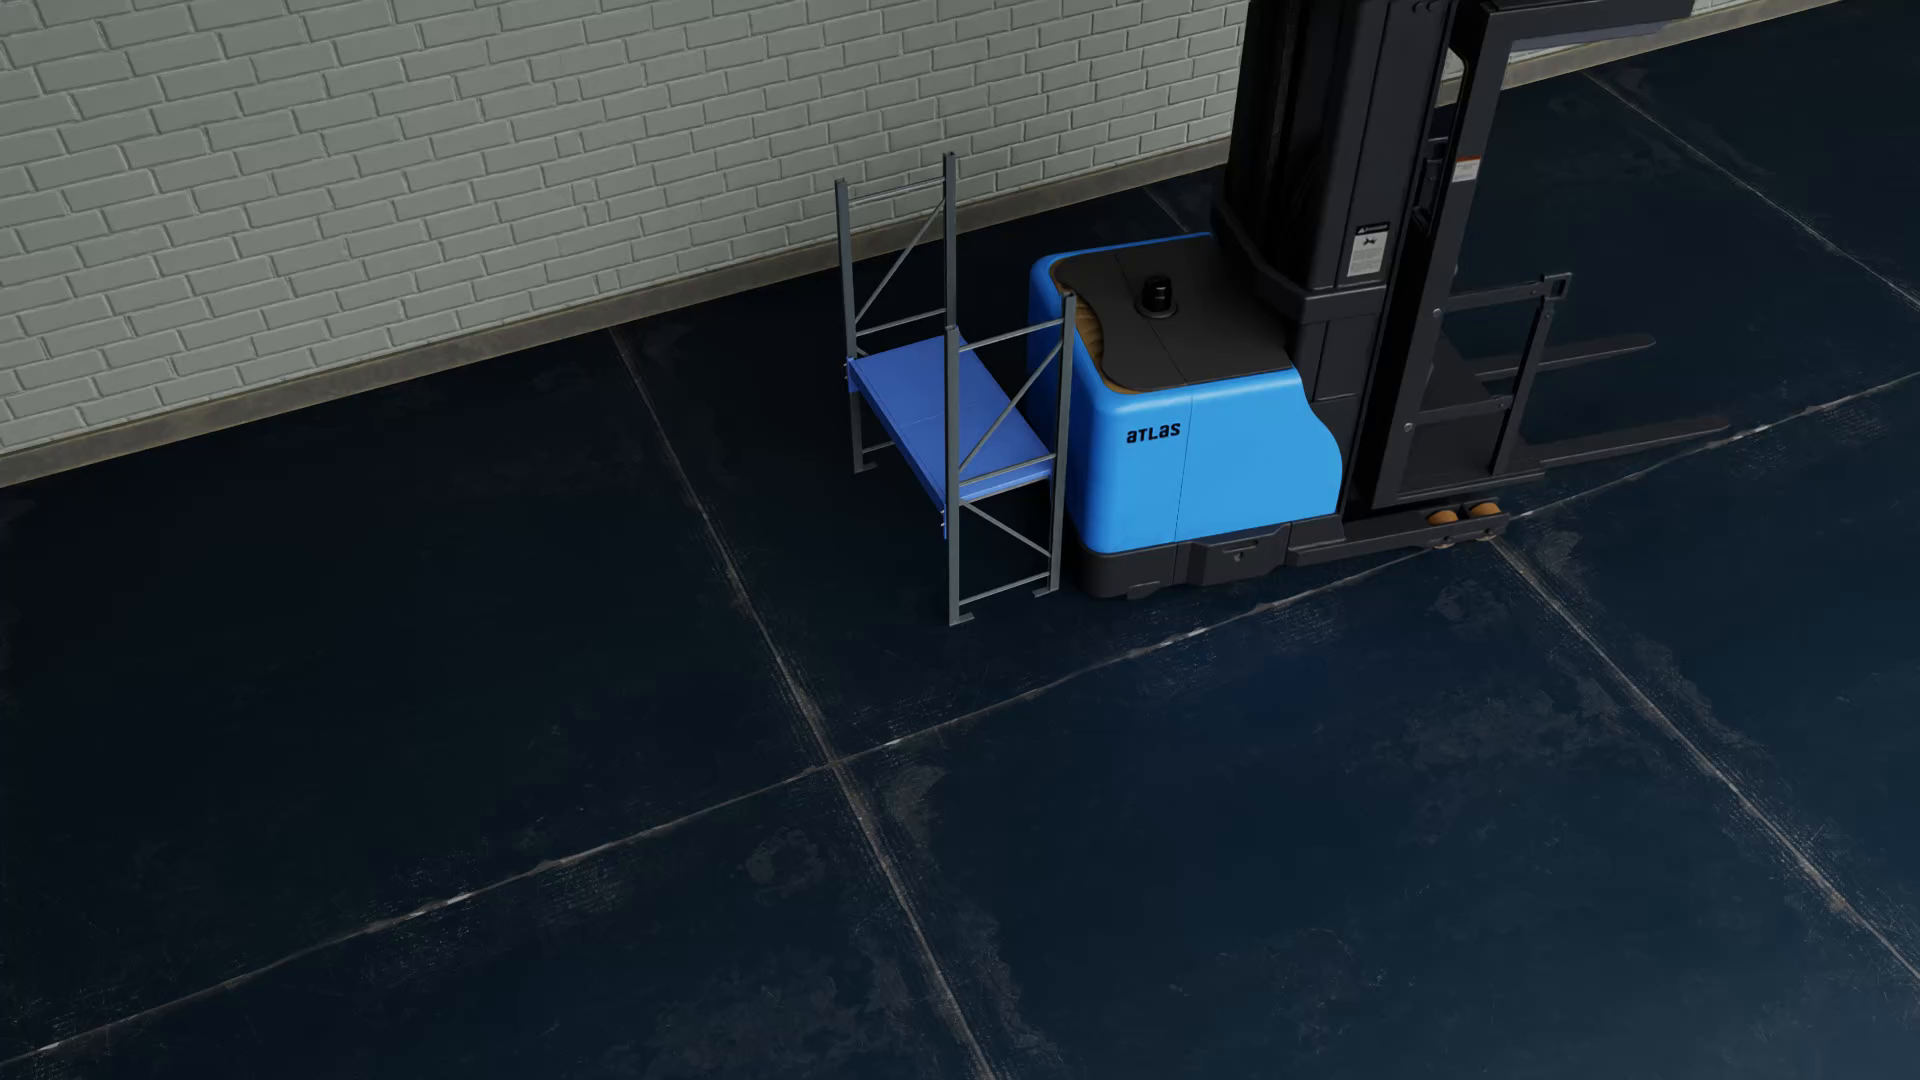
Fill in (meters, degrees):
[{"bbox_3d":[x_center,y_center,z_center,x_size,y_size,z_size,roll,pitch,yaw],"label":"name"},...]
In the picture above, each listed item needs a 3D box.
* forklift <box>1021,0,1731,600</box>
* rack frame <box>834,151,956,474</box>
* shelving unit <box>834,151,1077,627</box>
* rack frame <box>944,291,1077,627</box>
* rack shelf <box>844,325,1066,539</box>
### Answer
[{"bbox_3d":[1.844,-1.358,6.408,3.031,2.935,1.130,-10,46,-10],"label":"forklift"},{"bbox_3d":[-0.250,-0.912,6.975,0.500,1.500,0.032,-18,47,-17],"label":"rack frame"},{"bbox_3d":[-0.036,-0.588,6.647,0.538,1.500,1.048,-18,47,-17],"label":"shelving unit"},{"bbox_3d":[0.178,-0.264,6.319,0.500,1.500,0.032,-18,47,-17],"label":"rack frame"},{"bbox_3d":[-0.036,-0.460,6.773,0.538,0.185,1.000,-18,47,-17],"label":"rack shelf"}]
